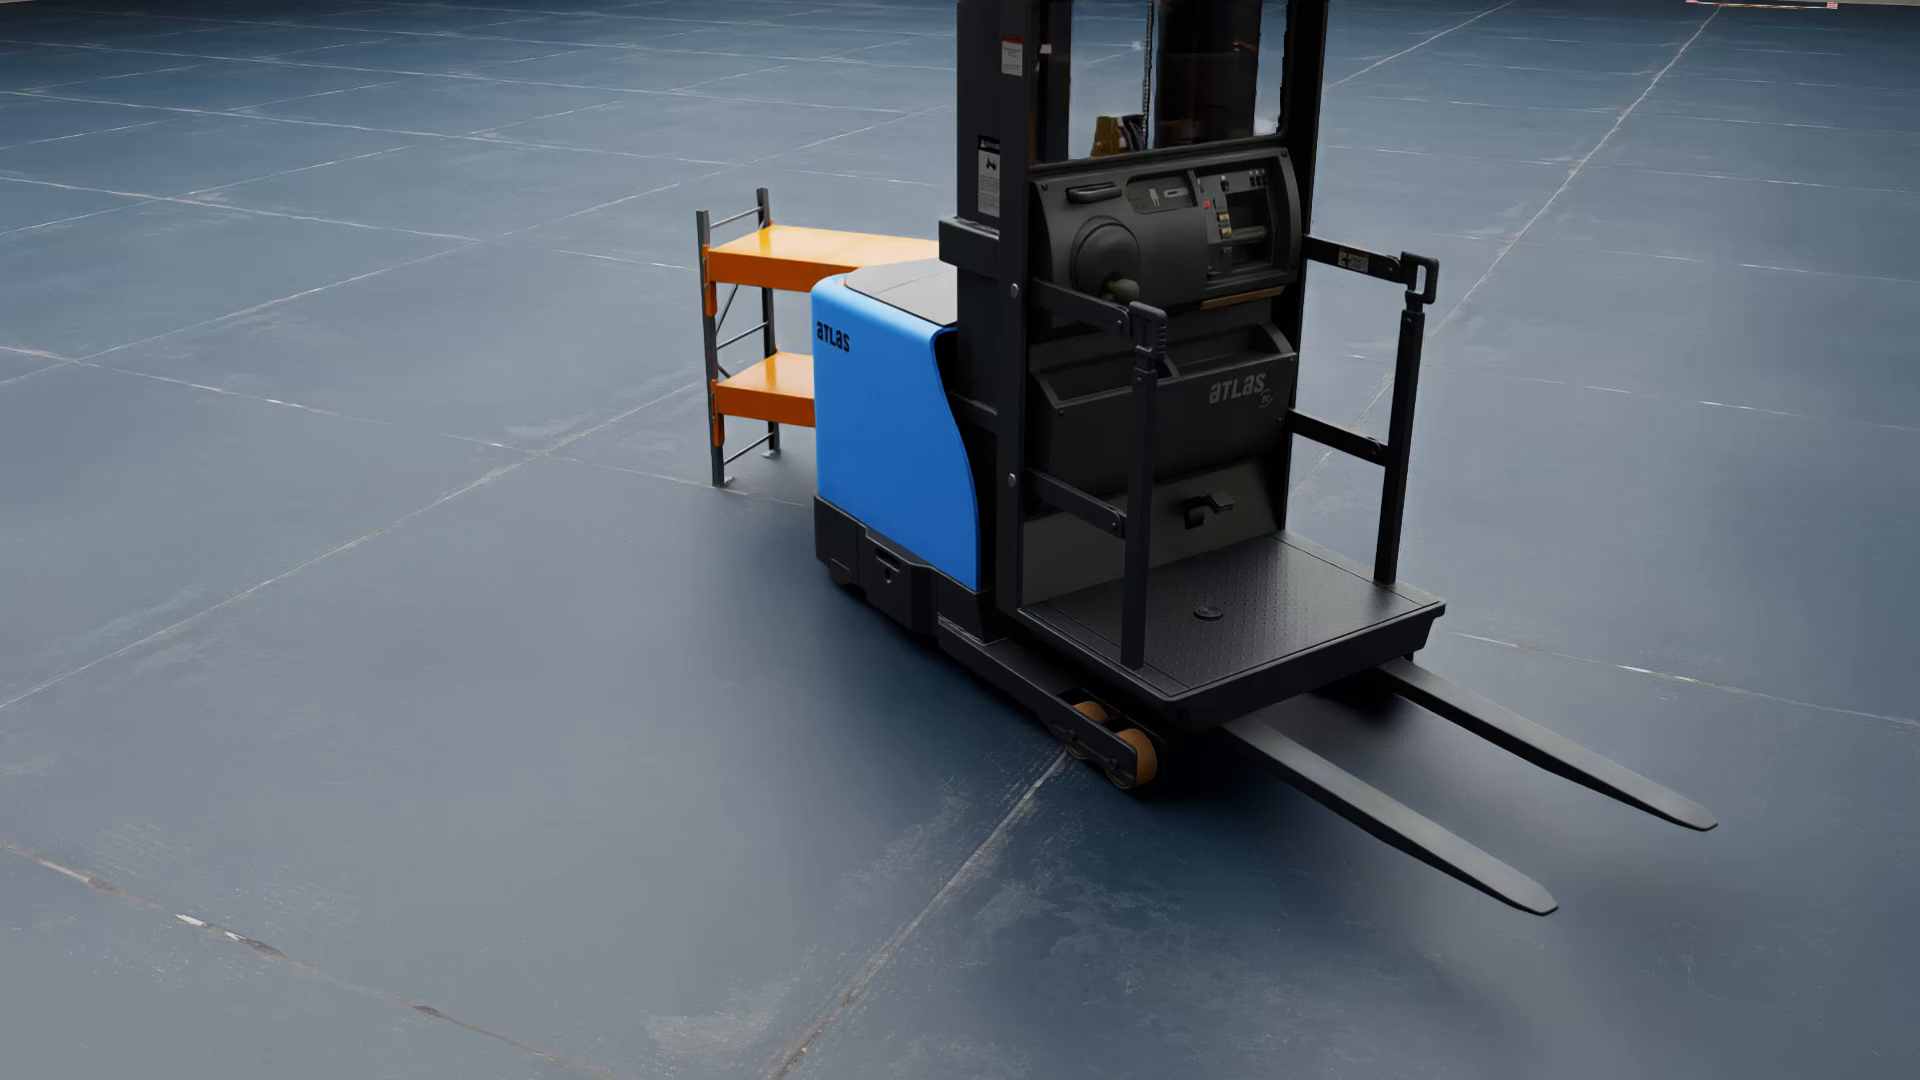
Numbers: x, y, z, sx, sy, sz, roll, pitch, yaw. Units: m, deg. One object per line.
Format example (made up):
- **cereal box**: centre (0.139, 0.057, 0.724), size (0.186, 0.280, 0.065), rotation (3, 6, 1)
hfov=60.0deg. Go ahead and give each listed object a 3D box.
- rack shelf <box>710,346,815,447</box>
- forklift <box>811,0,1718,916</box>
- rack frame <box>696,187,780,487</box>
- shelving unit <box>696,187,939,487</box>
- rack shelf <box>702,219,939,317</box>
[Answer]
- **rack shelf**: centre (-0.425, -0.518, 6.654), size (1.000, 0.278, 0.538), rotation (10, 25, 22)
- **forklift**: centre (0.727, -0.870, 4.550), size (1.130, 2.935, 3.031), rotation (-15, 27, -31)
- **rack frame**: centre (-0.890, -0.823, 6.748), size (0.032, 1.125, 0.500), rotation (10, 25, 22)
- **shelving unit**: centre (-0.425, -0.743, 6.559), size (1.048, 1.125, 0.538), rotation (10, 25, 22)
- **rack shelf**: centre (-0.425, -1.012, 6.444), size (1.000, 0.278, 0.538), rotation (10, 25, 22)
